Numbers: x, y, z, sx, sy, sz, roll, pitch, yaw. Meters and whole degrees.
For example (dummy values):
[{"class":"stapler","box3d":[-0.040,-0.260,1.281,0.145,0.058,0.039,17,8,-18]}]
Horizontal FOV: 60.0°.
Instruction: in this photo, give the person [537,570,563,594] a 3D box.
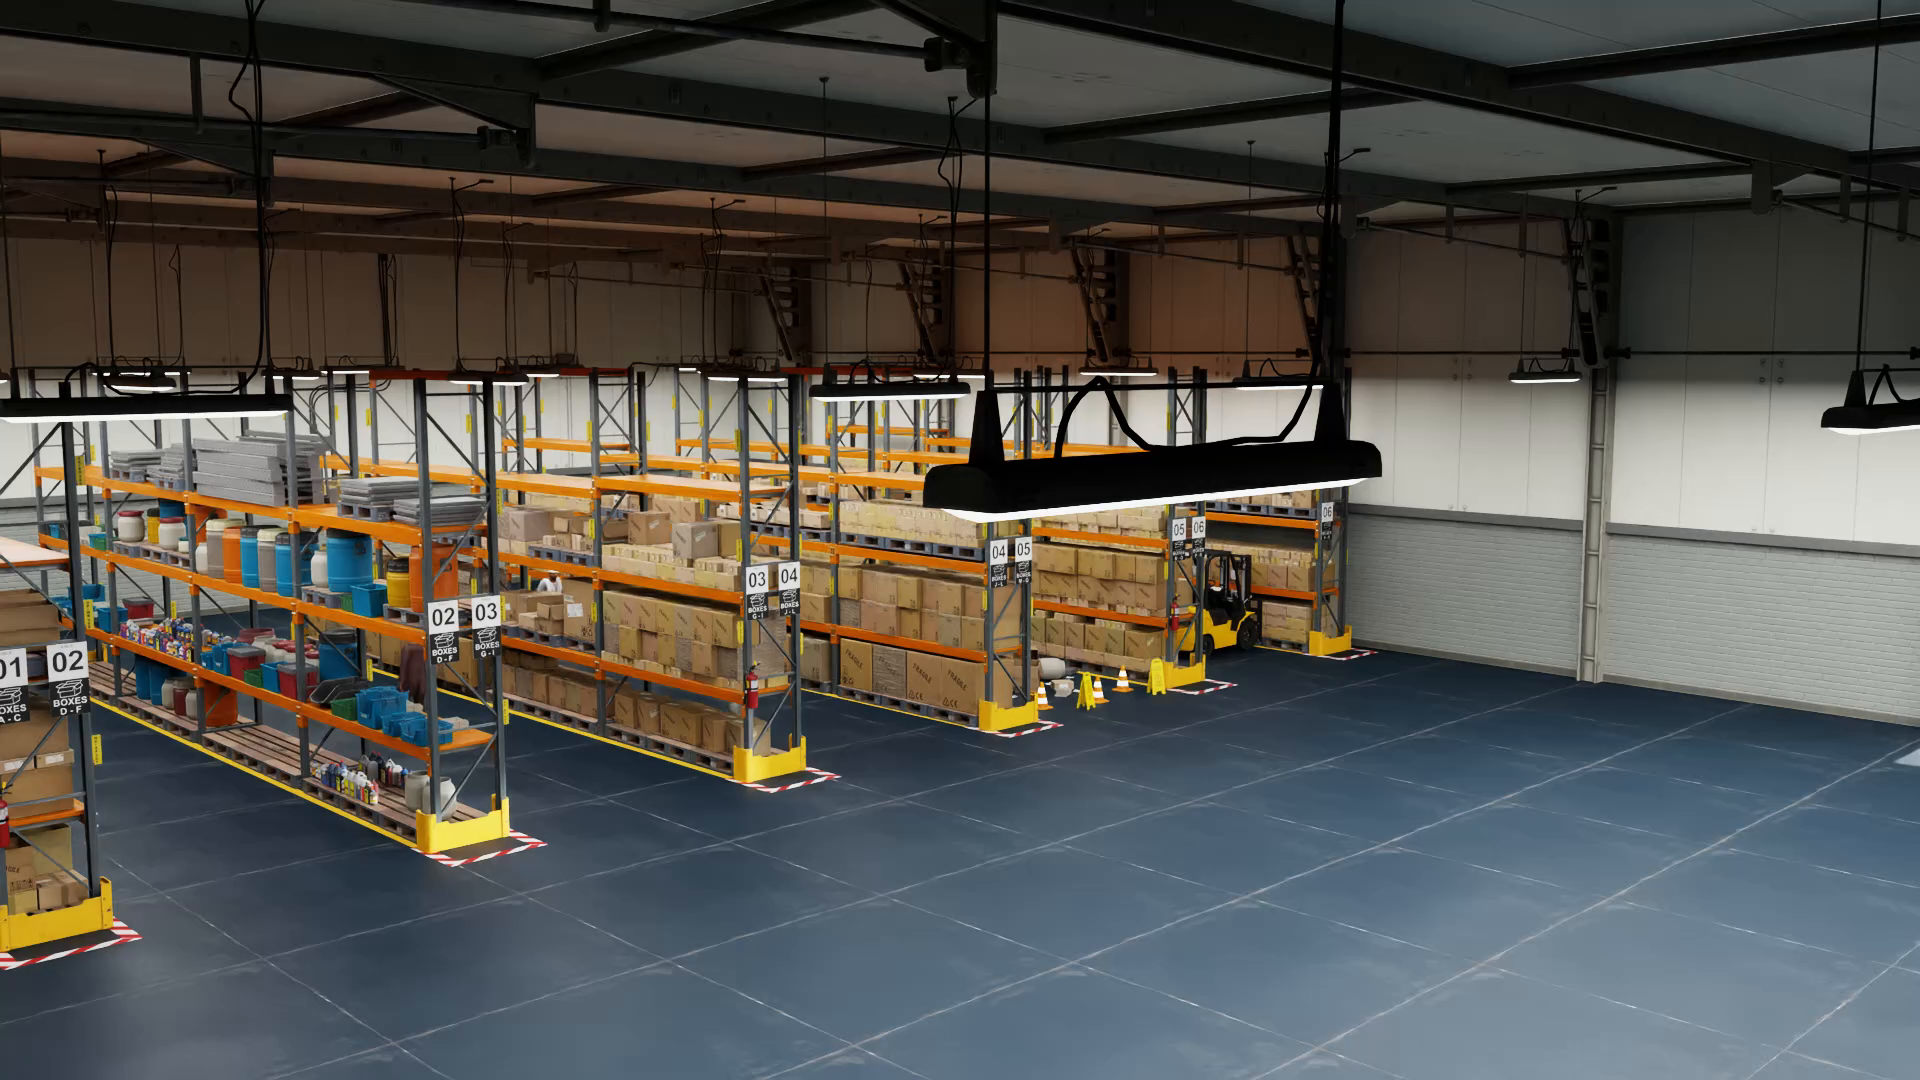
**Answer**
[{"class":"person","box3d":[-8.875,1.417,35.883,0.689,1.764,0.647,5,8,36]}]

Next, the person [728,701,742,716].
[{"class":"person","box3d":[-3.859,2.287,28.008,0.568,1.742,0.534,-4,8,-31]}]

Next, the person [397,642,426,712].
[{"class":"person","box3d":[-9.004,2.337,27.500,0.627,1.777,0.521,-6,9,-44]}]
